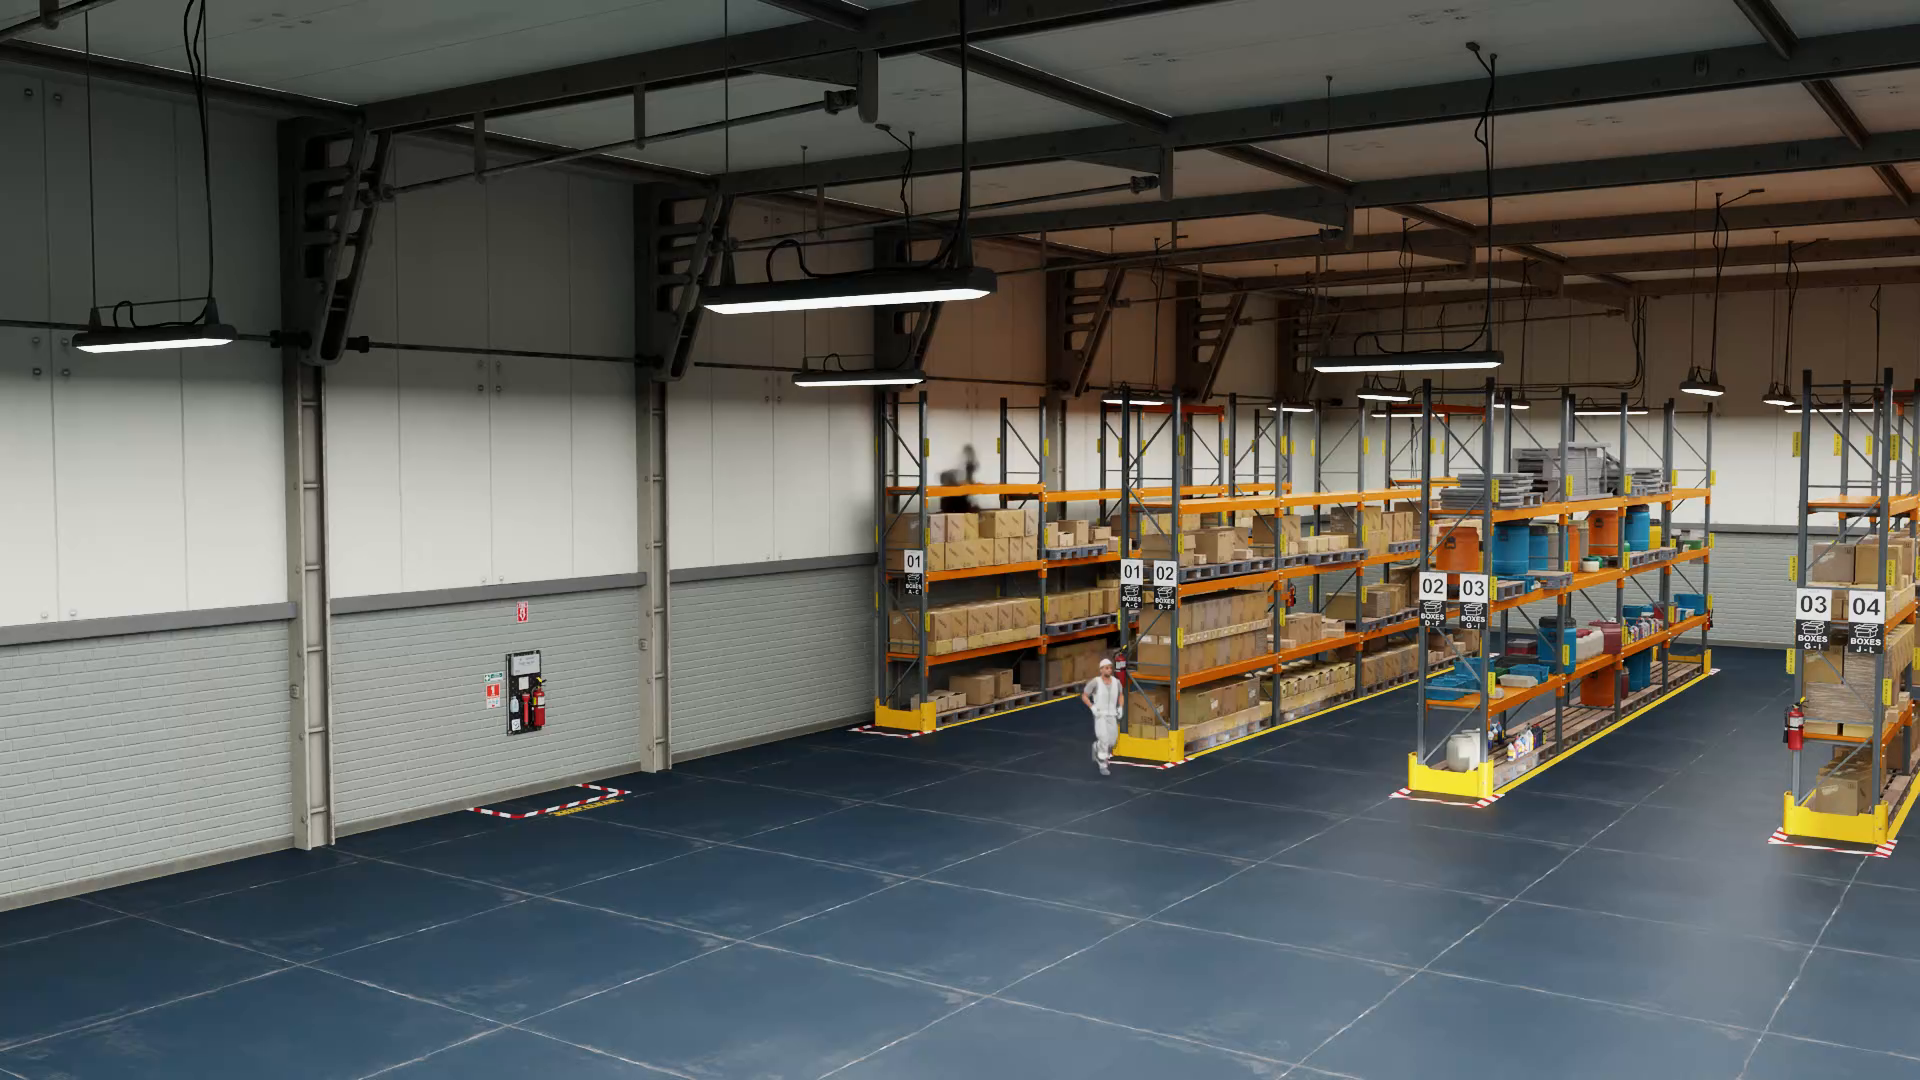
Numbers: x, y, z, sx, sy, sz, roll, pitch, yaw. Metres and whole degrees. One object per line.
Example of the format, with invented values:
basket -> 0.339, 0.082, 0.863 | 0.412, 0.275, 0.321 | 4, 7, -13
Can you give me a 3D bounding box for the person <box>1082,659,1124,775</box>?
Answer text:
person -> 2.192, 2.688, 25.518 | 0.698, 1.754, 0.693 | -1, 3, -22
